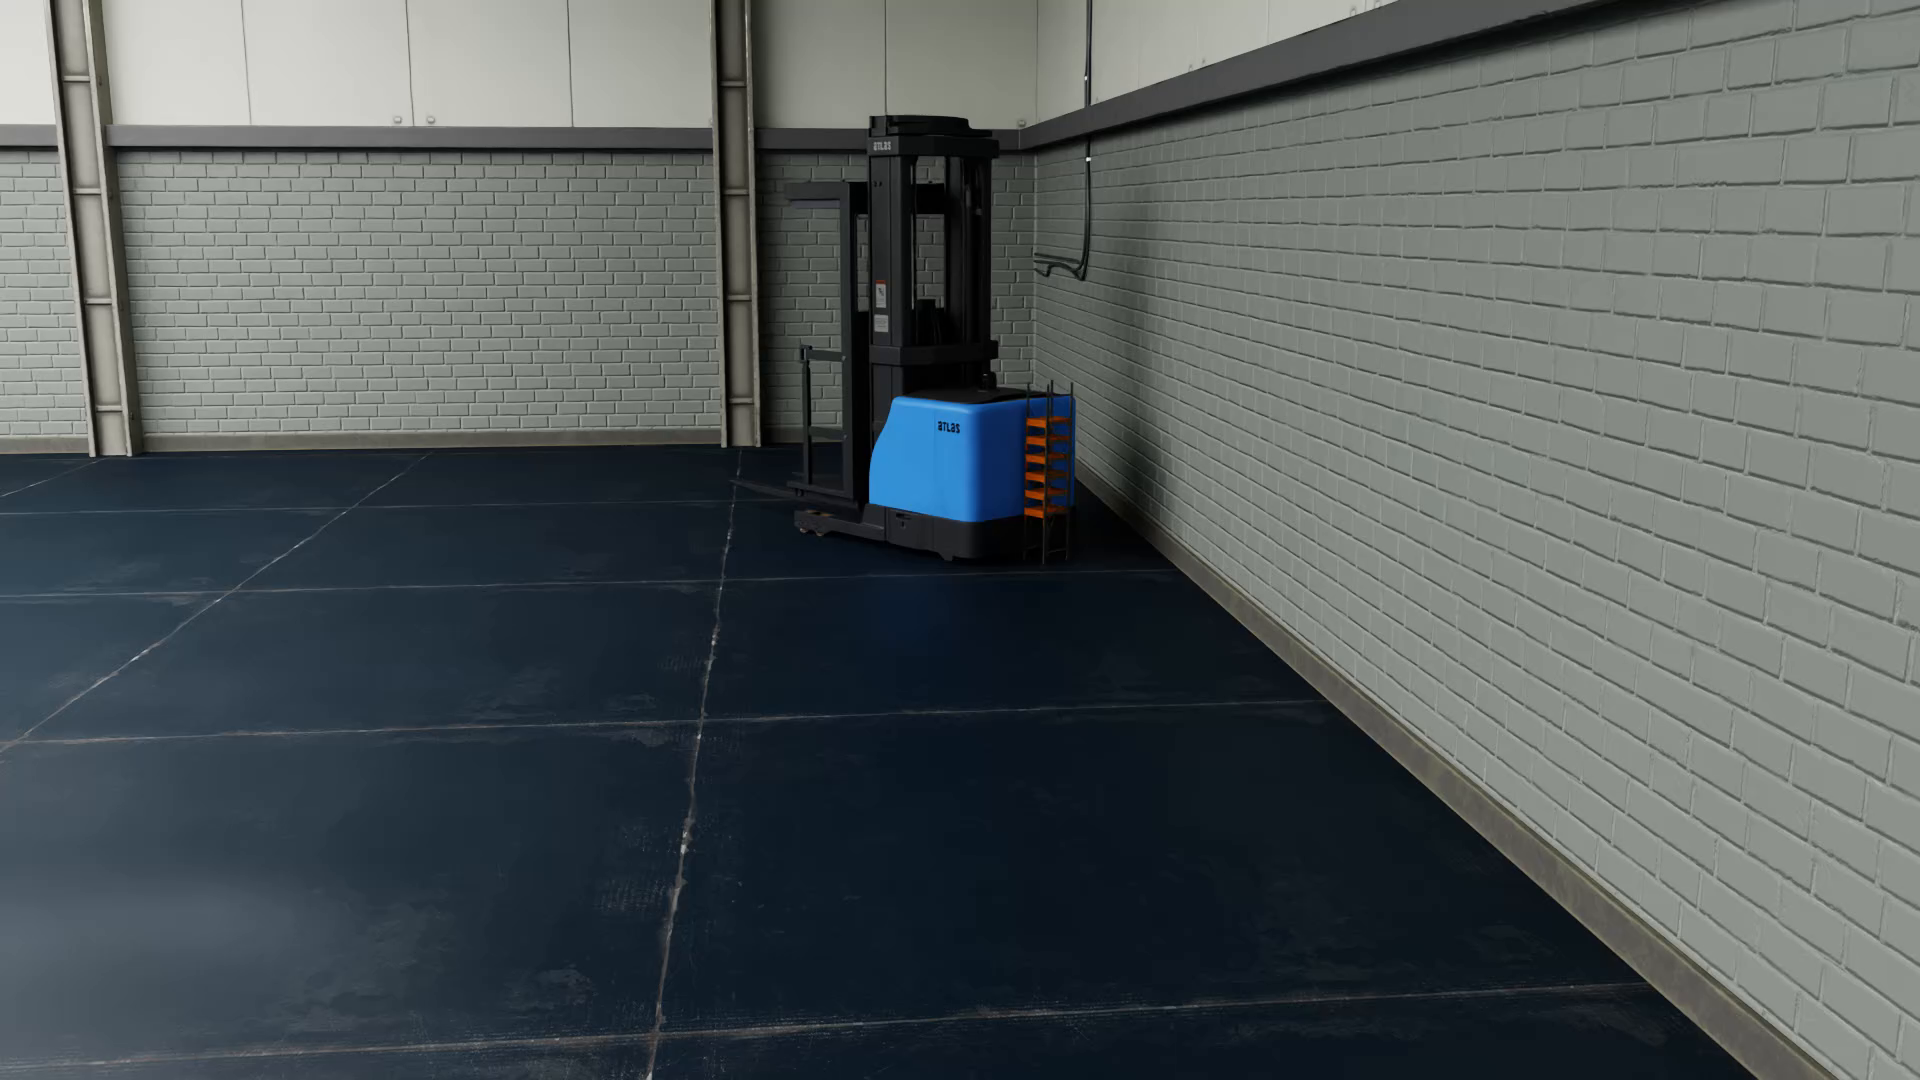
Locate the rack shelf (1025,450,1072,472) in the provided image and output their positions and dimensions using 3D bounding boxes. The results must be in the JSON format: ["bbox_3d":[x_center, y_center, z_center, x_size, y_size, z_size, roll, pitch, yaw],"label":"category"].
[{"bbox_3d":[0.586,-0.524,11.020,0.258,0.103,0.180,-10,16,-41],"label":"rack shelf"}]

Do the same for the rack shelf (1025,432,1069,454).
[{"bbox_3d":[0.587,-0.641,10.996,0.258,0.103,0.180,-10,16,-41],"label":"rack shelf"}]

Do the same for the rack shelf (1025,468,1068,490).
[{"bbox_3d":[0.584,-0.406,11.045,0.258,0.103,0.180,-10,16,-41],"label":"rack shelf"}]

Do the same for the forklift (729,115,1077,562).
[{"bbox_3d":[-0.559,-1.521,12.005,1.130,2.935,3.031,-10,15,-41],"label":"forklift"}]

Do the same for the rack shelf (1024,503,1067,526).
[{"bbox_3d":[0.581,-0.171,11.095,0.258,0.103,0.180,-10,16,-41],"label":"rack shelf"}]

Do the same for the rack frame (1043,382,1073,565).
[{"bbox_3d":[0.646,-0.435,10.970,0.240,1.200,0.006,-10,16,-41],"label":"rack frame"}]

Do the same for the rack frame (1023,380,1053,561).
[{"bbox_3d":[0.523,-0.464,11.102,0.240,1.200,0.006,-10,16,-41],"label":"rack frame"}]

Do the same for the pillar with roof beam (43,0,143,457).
[{"bbox_3d":[-7.696,-4.422,11.035,0.400,9.000,9.100,-1,11,-6],"label":"pillar with roof beam"}]

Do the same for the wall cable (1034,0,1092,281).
[{"bbox_3d":[0.875,-3.657,15.192,0.112,2.526,3.097,-1,11,-6],"label":"wall cable"}]

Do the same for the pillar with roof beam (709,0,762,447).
[{"bbox_3d":[-1.731,-4.547,11.671,0.400,9.000,9.100,-1,11,-6],"label":"pillar with roof beam"}]

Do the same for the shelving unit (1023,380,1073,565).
[{"bbox_3d":[0.585,-0.450,11.036,0.258,1.200,0.189,-10,16,-41],"label":"shelving unit"}]

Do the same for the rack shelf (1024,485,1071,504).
[{"bbox_3d":[0.582,-0.289,11.070,0.258,0.103,0.180,-10,16,-41],"label":"rack shelf"}]

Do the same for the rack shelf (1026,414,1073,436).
[{"bbox_3d":[0.589,-0.758,10.971,0.258,0.103,0.180,-10,16,-41],"label":"rack shelf"}]
